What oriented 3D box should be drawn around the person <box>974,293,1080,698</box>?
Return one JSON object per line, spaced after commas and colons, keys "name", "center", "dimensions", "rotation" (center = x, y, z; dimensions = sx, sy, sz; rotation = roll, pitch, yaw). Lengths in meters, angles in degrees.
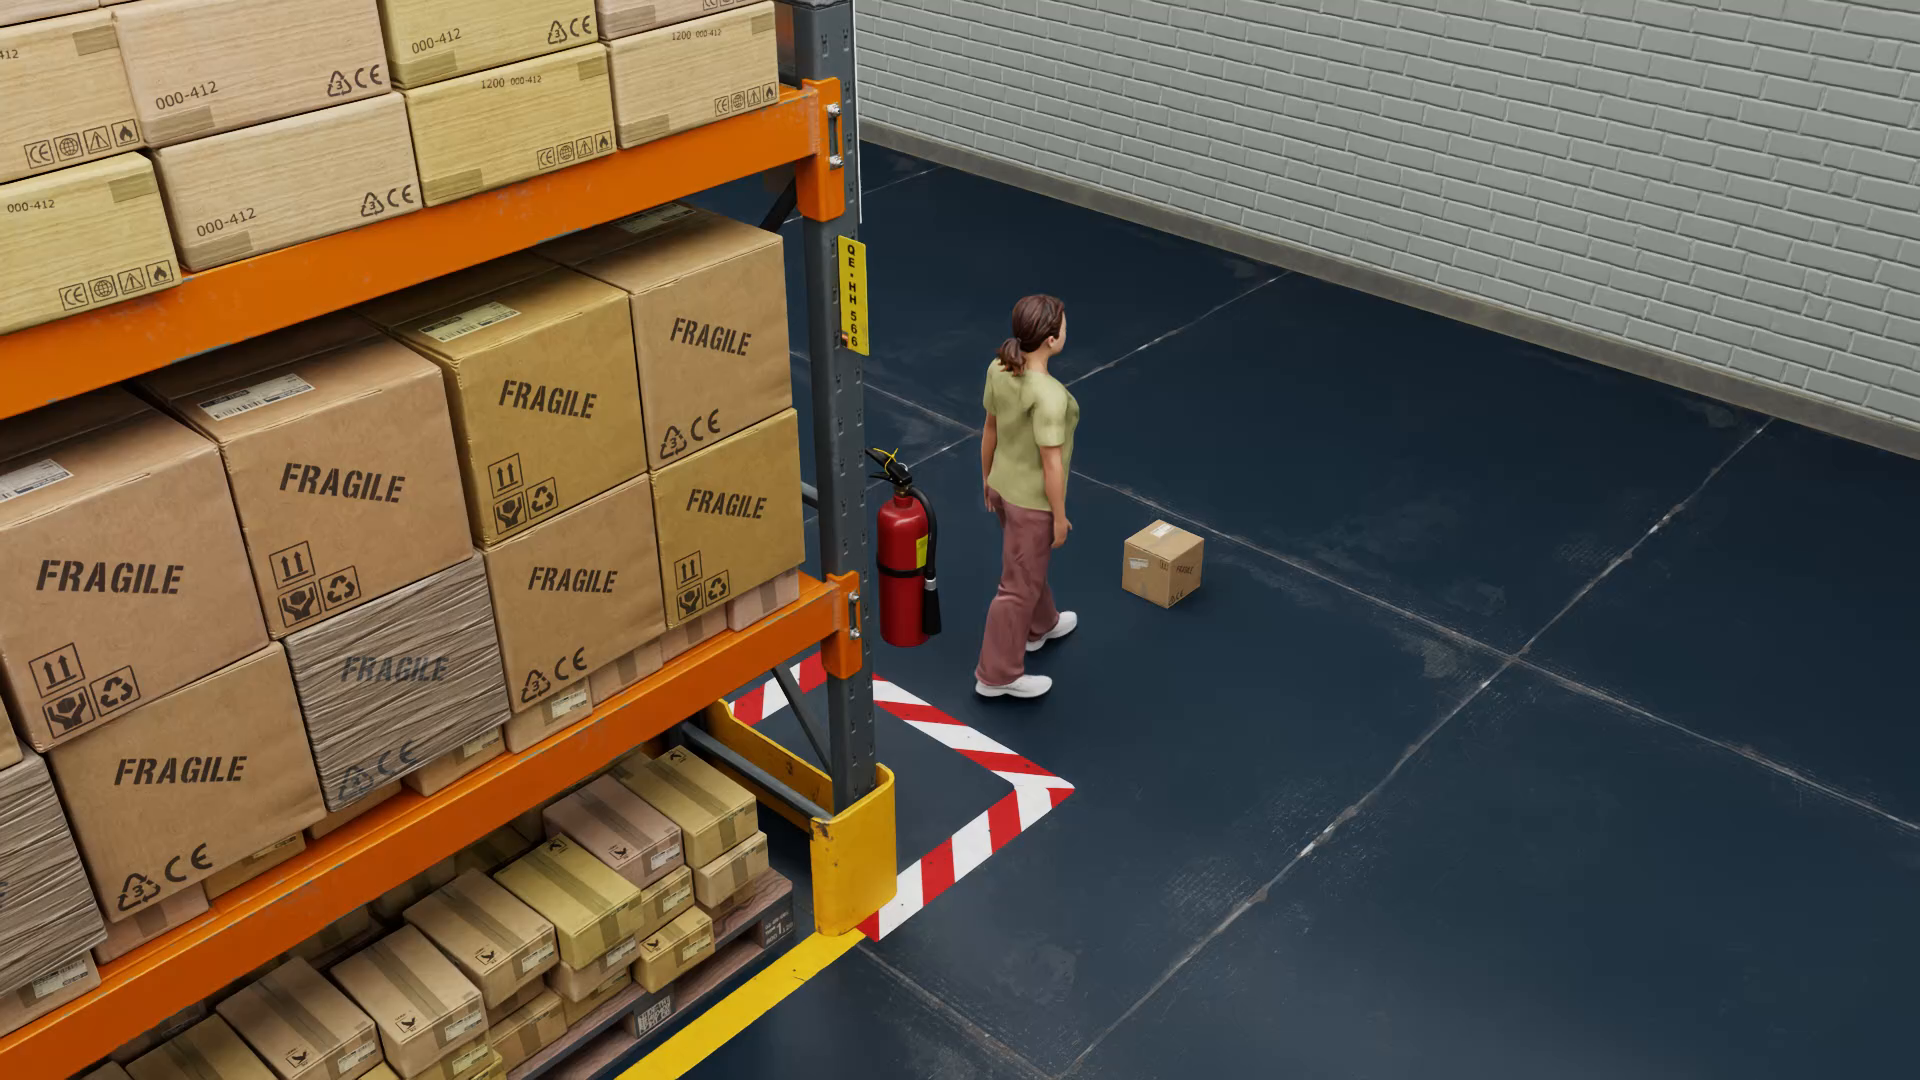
{"name": "person", "center": [0.314, -0.182, 6.421], "dimensions": [0.620, 1.662, 0.484], "rotation": [-15, 35, -23]}
